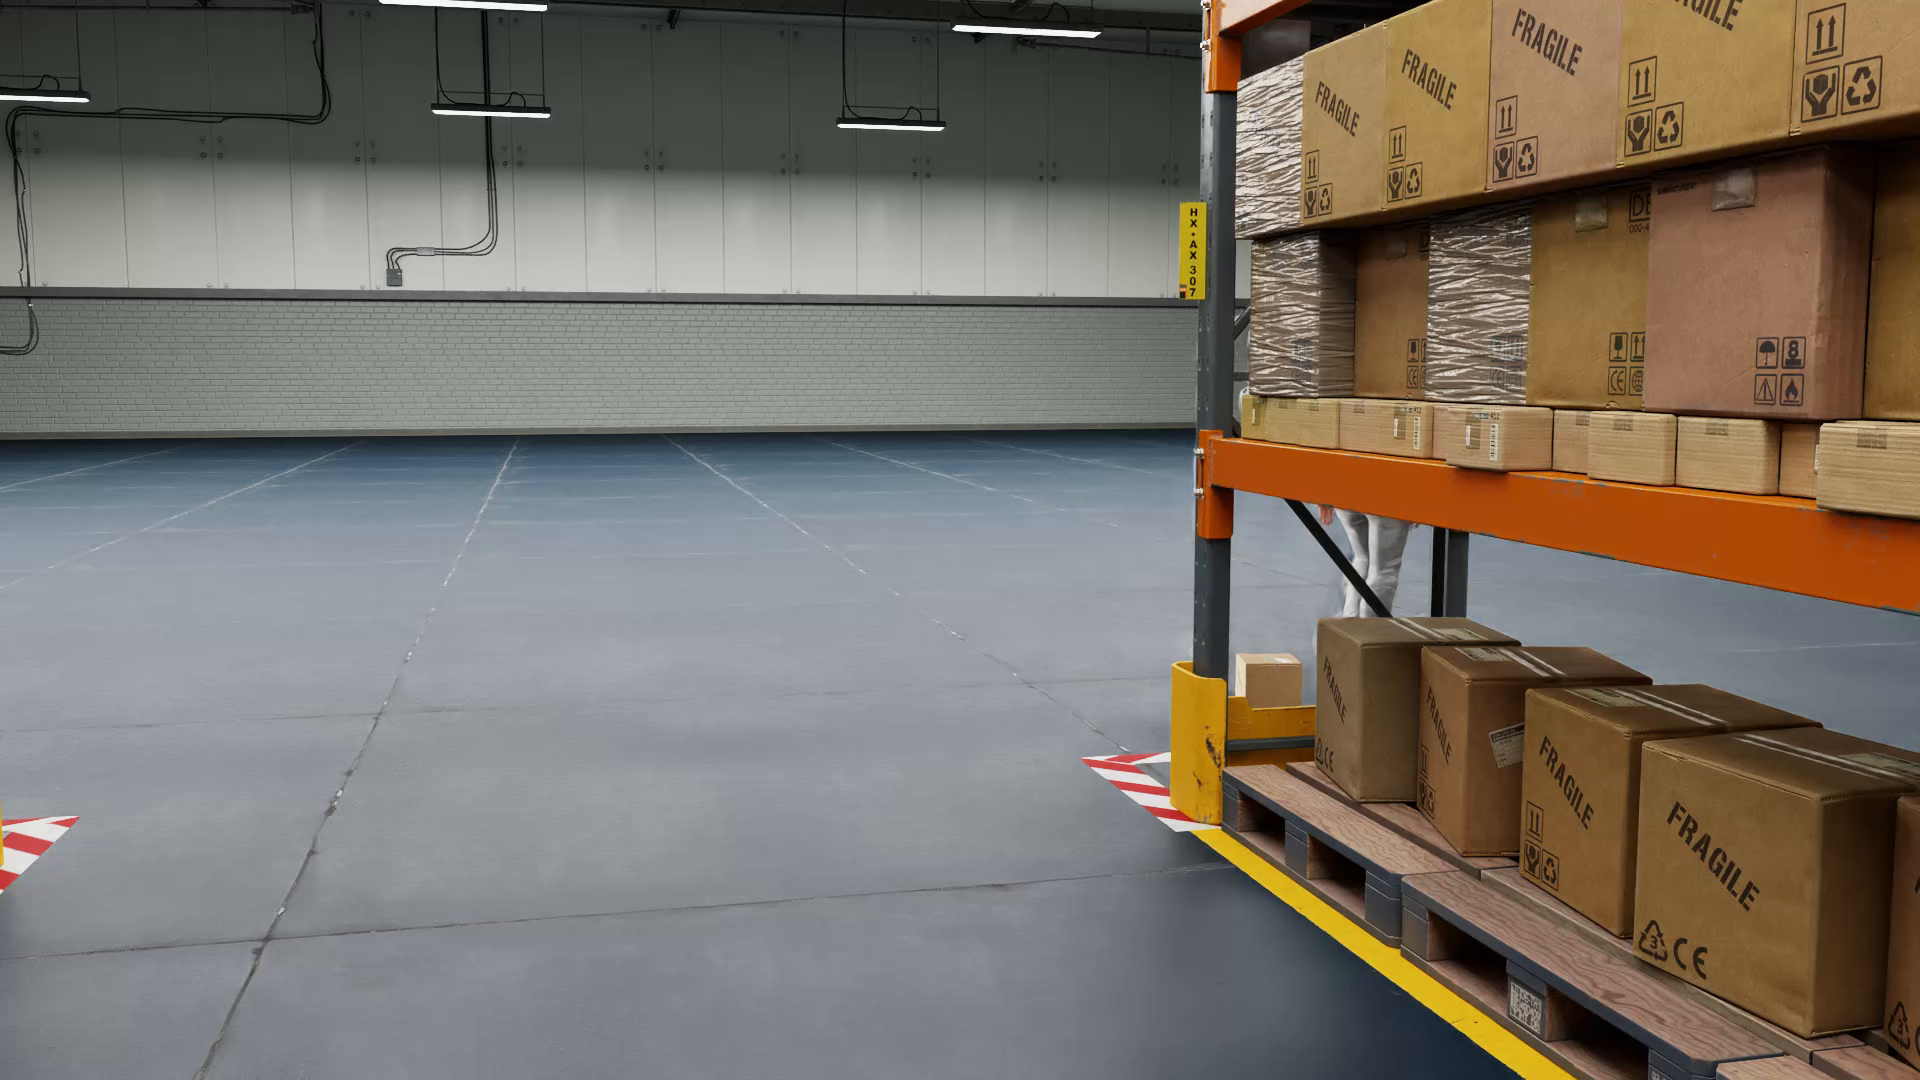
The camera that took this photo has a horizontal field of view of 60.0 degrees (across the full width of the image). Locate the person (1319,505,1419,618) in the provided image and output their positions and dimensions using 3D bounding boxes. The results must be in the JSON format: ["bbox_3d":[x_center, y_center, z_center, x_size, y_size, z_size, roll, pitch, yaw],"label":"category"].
[{"bbox_3d":[2.111,-0.227,8.362,0.483,1.805,0.559,-6,8,-42],"label":"person"}]
